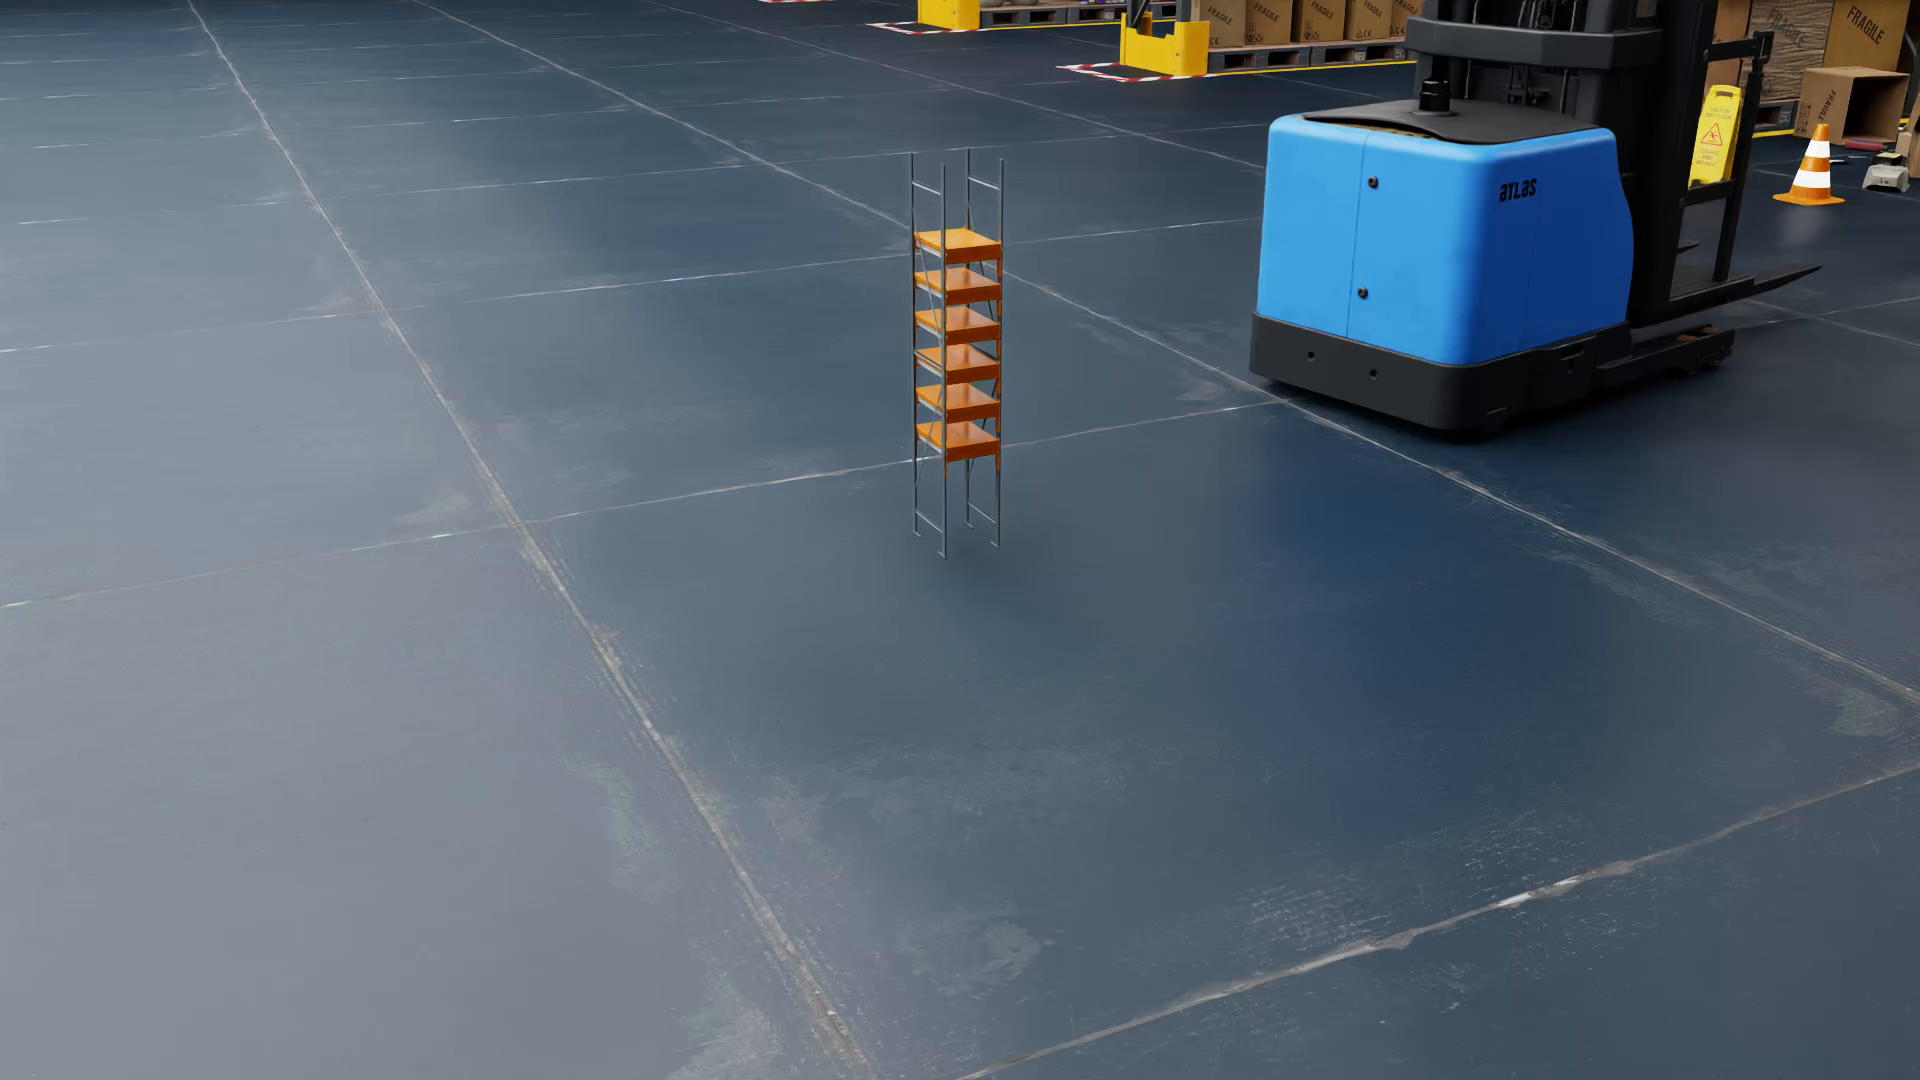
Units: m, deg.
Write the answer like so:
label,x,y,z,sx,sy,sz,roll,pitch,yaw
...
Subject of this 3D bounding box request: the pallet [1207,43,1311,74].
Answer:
label,x,y,z,sx,sy,sz,roll,pitch,yaw
pallet,2.768,-4.925,16.871,1.213,0.211,1.003,-10,25,-24

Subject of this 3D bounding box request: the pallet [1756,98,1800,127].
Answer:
label,x,y,z,sx,sy,sz,roll,pitch,yaw
pallet,6.898,-3.628,13.738,1.213,0.211,1.003,-10,25,-24

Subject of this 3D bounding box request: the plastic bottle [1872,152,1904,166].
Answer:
label,x,y,z,sx,sy,sz,roll,pitch,yaw
plastic bottle,6.473,-2.657,11.588,0.133,0.061,0.283,20,30,40

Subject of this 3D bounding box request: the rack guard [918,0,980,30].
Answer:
label,x,y,z,sx,sy,sz,roll,pitch,yaw
rack guard,-0.147,-6.659,20.682,0.348,0.500,1.175,-10,25,-24

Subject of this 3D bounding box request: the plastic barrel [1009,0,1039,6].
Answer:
label,x,y,z,sx,sy,sz,roll,pitch,yaw
plastic barrel,0.816,-7.048,21.058,0.421,0.512,0.421,0,22,0

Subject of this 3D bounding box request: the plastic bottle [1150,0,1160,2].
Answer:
label,x,y,z,sx,sy,sz,roll,pitch,yaw
plastic bottle,2.490,-7.136,21.456,0.185,0.351,0.144,-11,25,-24

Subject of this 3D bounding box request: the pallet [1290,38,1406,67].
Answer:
label,x,y,z,sx,sy,sz,roll,pitch,yaw
pallet,3.866,-5.125,17.356,1.213,0.211,1.003,-10,25,-24

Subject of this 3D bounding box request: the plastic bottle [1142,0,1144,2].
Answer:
label,x,y,z,sx,sy,sz,roll,pitch,yaw
plastic bottle,2.341,-7.076,21.408,0.135,0.276,0.152,-10,24,-23

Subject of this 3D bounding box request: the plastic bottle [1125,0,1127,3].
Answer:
label,x,y,z,sx,sy,sz,roll,pitch,yaw
plastic bottle,2.155,-7.028,21.298,0.097,0.271,0.097,0,22,0

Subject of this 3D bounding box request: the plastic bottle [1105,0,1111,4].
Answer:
label,x,y,z,sx,sy,sz,roll,pitch,yaw
plastic bottle,1.882,-6.978,21.177,0.097,0.271,0.097,0,22,0

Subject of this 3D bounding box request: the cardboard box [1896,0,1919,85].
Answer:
label,x,y,z,sx,sy,sz,roll,pitch,yaw
cardboard box,8.137,-4.304,14.118,0.750,0.750,1.050,-11,25,-24

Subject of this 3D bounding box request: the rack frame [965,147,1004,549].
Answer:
label,x,y,z,sx,sy,sz,roll,pitch,yaw
rack frame,0.069,-0.567,5.051,0.006,1.200,0.240,-10,25,-24

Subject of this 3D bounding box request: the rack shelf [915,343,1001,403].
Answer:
label,x,y,z,sx,sy,sz,roll,pitch,yaw
rack shelf,-0.013,-0.511,5.032,0.180,0.103,0.258,-10,25,-24

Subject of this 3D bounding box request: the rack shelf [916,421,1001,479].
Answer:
label,x,y,z,sx,sy,sz,roll,pitch,yaw
rack shelf,-0.013,-0.289,5.124,0.180,0.103,0.258,-10,25,-24

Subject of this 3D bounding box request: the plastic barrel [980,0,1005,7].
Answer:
label,x,y,z,sx,sy,sz,roll,pitch,yaw
plastic barrel,0.364,-6.965,20.857,0.421,0.512,0.421,0,22,0

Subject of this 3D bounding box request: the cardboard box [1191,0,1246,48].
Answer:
label,x,y,z,sx,sy,sz,roll,pitch,yaw
cardboard box,2.523,-5.215,16.645,0.500,0.500,0.500,-6,23,-14

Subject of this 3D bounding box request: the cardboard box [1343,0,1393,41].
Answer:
label,x,y,z,sx,sy,sz,roll,pitch,yaw
cardboard box,4.141,-5.500,17.335,0.500,0.500,0.500,-13,26,-28

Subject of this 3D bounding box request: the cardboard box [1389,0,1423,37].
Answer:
label,x,y,z,sx,sy,sz,roll,pitch,yaw
cardboard box,4.666,-5.630,17.649,0.500,0.500,0.500,-3,23,-7

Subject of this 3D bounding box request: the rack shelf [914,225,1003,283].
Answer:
label,x,y,z,sx,sy,sz,roll,pitch,yaw
rack shelf,-0.013,-0.844,4.894,0.180,0.103,0.258,-10,25,-24

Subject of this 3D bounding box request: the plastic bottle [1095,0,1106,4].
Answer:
label,x,y,z,sx,sy,sz,roll,pitch,yaw
plastic bottle,1.785,-6.958,21.113,0.133,0.283,0.061,-10,25,-23

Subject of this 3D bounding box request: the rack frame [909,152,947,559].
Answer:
label,x,y,z,sx,sy,sz,roll,pitch,yaw
rack frame,-0.095,-0.537,4.978,0.006,1.200,0.240,-10,25,-24

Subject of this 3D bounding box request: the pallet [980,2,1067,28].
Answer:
label,x,y,z,sx,sy,sz,roll,pitch,yaw
pallet,0.587,-6.658,21.059,1.213,0.211,1.003,-10,25,-24

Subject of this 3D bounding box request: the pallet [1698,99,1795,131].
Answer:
label,x,y,z,sx,sy,sz,roll,pitch,yaw
pallet,5.797,-3.424,13.245,1.213,0.211,1.003,-10,25,-24

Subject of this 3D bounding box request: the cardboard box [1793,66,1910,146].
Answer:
label,x,y,z,sx,sy,sz,roll,pitch,yaw
cardboard box,6.663,-3.250,12.445,0.500,0.500,0.500,-6,23,-14

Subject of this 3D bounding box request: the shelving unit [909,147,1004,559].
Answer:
label,x,y,z,sx,sy,sz,roll,pitch,yaw
shelving unit,-0.013,-0.552,5.015,0.189,1.200,0.258,-10,25,-24

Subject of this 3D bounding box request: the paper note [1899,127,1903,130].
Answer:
label,x,y,z,sx,sy,sz,roll,pitch,yaw
paper note,7.404,-3.220,12.988,0.147,0.020,0.142,10,24,22

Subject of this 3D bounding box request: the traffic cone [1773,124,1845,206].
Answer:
label,x,y,z,sx,sy,sz,roll,pitch,yaw
traffic cone,5.291,-2.332,10.280,0.334,0.463,0.336,-10,25,-24

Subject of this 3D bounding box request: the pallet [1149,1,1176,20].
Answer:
label,x,y,z,sx,sy,sz,roll,pitch,yaw
pallet,2.786,-7.063,22.036,1.213,0.211,1.003,-10,25,-24

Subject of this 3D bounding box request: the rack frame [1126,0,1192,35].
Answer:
label,x,y,z,sx,sy,sz,roll,pitch,yaw
rack frame,1.953,-6.078,16.011,0.127,3.000,1.000,-10,25,-24

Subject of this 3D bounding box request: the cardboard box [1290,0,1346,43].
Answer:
label,x,y,z,sx,sy,sz,roll,pitch,yaw
cardboard box,3.619,-5.423,17.148,0.500,0.500,0.500,-8,24,-19

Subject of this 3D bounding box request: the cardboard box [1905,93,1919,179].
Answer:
label,x,y,z,sx,sy,sz,roll,pitch,yaw
cardboard box,6.735,-2.673,11.049,0.797,0.503,0.637,10,24,22

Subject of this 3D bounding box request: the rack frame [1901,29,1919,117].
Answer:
label,x,y,z,sx,sy,sz,roll,pitch,yaw
rack frame,7.617,-5.015,13.444,0.127,3.000,1.000,-10,25,-24

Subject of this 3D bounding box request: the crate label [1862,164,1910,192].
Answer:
label,x,y,z,sx,sy,sz,roll,pitch,yaw
crate label,5.972,-2.334,10.709,0.250,0.136,0.298,15,27,31

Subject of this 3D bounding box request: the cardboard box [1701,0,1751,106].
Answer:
label,x,y,z,sx,sy,sz,roll,pitch,yaw
cardboard box,5.387,-3.846,12.848,0.875,0.875,0.875,-11,25,-24

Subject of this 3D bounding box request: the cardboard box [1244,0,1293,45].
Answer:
label,x,y,z,sx,sy,sz,roll,pitch,yaw
cardboard box,3.046,-5.326,16.913,0.500,0.500,0.500,-4,23,-10

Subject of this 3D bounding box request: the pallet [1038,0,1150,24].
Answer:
label,x,y,z,sx,sy,sz,roll,pitch,yaw
pallet,1.685,-6.859,21.544,1.213,0.211,1.003,-10,25,-24

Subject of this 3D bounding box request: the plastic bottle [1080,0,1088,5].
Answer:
label,x,y,z,sx,sy,sz,roll,pitch,yaw
plastic bottle,1.573,-6.921,21.039,0.097,0.271,0.097,0,22,0

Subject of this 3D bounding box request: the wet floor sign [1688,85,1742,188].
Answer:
label,x,y,z,sx,sy,sz,roll,pitch,yaw
wet floor sign,4.845,-2.577,10.631,0.232,0.644,0.267,-15,27,-33

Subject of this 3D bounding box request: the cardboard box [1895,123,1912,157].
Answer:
label,x,y,z,sx,sy,sz,roll,pitch,yaw
cardboard box,6.867,-2.832,11.745,0.258,0.266,0.396,-6,23,-14

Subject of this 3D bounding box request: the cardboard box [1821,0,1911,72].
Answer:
label,x,y,z,sx,sy,sz,roll,pitch,yaw
cardboard box,7.020,-4.147,13.576,0.875,0.875,0.875,-10,25,-23

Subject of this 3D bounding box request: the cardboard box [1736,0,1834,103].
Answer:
label,x,y,z,sx,sy,sz,roll,pitch,yaw
cardboard box,6.209,-3.997,13.212,0.875,0.875,0.875,-10,25,-23

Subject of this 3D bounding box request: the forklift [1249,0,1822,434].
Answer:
label,x,y,z,sx,sy,sz,roll,pitch,yaw
forklift,2.641,-2.182,6.688,3.031,2.935,1.130,-17,28,-35

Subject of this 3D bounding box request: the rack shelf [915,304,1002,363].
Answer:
label,x,y,z,sx,sy,sz,roll,pitch,yaw
rack shelf,-0.013,-0.622,4.986,0.180,0.103,0.258,-10,25,-24

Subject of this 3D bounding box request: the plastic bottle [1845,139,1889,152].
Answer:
label,x,y,z,sx,sy,sz,roll,pitch,yaw
plastic bottle,6.612,-2.868,12.100,0.283,0.061,0.133,20,30,40

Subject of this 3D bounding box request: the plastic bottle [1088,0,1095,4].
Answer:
label,x,y,z,sx,sy,sz,roll,pitch,yaw
plastic bottle,1.667,-6.906,21.094,0.097,0.201,0.097,0,22,0

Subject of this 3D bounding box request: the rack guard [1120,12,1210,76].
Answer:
label,x,y,z,sx,sy,sz,roll,pitch,yaw
rack guard,2.021,-4.935,16.519,0.348,0.500,1.175,-10,25,-24

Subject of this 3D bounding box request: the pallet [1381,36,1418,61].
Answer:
label,x,y,z,sx,sy,sz,roll,pitch,yaw
pallet,4.967,-5.329,17.849,1.213,0.211,1.003,-10,25,-24

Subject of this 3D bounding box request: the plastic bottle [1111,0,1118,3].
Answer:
label,x,y,z,sx,sy,sz,roll,pitch,yaw
plastic bottle,1.972,-6.994,21.217,0.097,0.271,0.097,0,22,0

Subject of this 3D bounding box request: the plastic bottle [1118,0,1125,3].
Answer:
label,x,y,z,sx,sy,sz,roll,pitch,yaw
plastic bottle,2.062,-6.978,21.270,0.097,0.201,0.097,0,22,0

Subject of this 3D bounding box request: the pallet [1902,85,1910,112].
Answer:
label,x,y,z,sx,sy,sz,roll,pitch,yaw
pallet,8.280,-3.881,14.349,1.213,0.211,1.003,-10,25,-24

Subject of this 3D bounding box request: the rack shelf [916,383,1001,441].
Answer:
label,x,y,z,sx,sy,sz,roll,pitch,yaw
rack shelf,-0.013,-0.400,5.078,0.180,0.103,0.258,-10,25,-24

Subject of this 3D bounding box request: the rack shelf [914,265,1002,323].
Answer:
label,x,y,z,sx,sy,sz,roll,pitch,yaw
rack shelf,-0.013,-0.733,4.940,0.180,0.103,0.258,-10,25,-24

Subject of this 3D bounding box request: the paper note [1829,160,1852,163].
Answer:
label,x,y,z,sx,sy,sz,roll,pitch,yaw
paper note,6.124,-2.647,11.607,0.142,0.017,0.144,-2,23,-5
